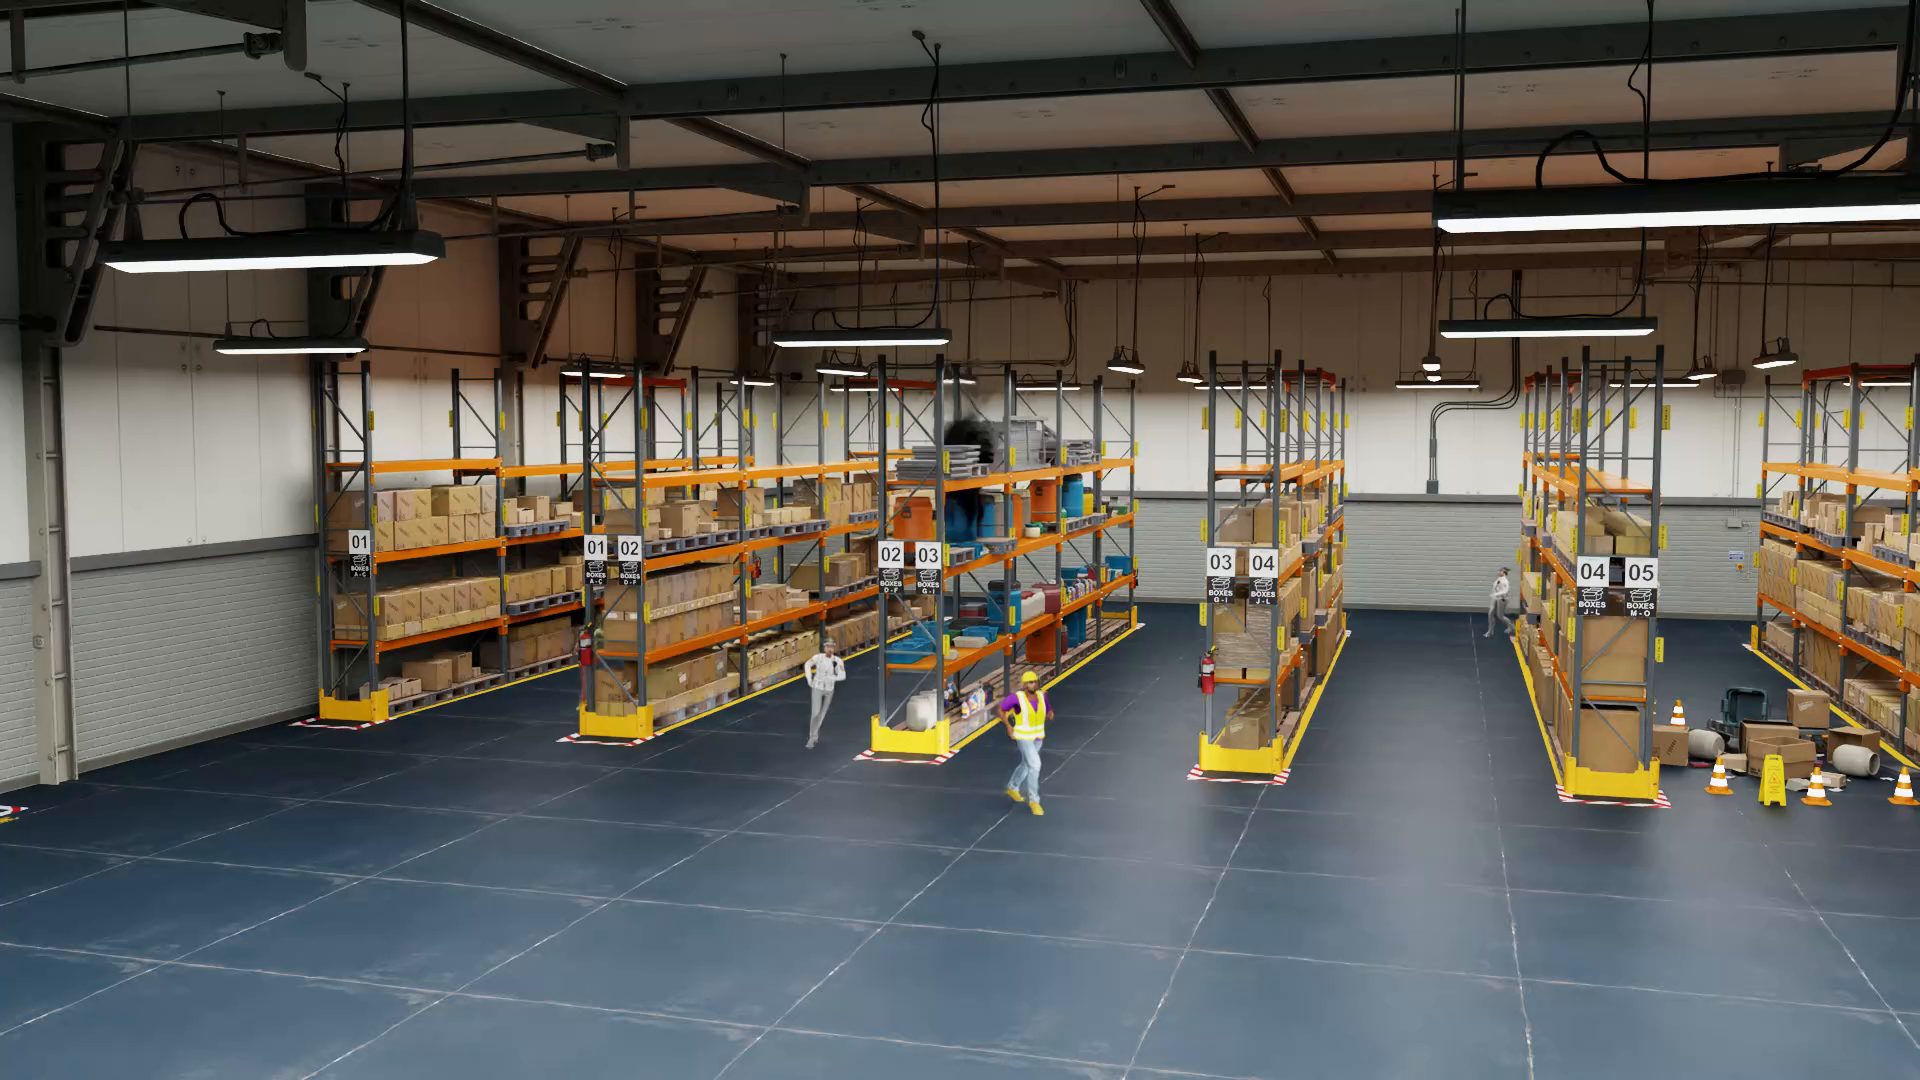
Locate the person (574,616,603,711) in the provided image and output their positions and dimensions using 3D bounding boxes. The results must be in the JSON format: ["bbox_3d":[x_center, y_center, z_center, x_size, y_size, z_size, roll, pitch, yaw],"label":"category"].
[{"bbox_3d":[-6.456,2.109,28.965,0.592,1.627,0.970,1,4,16],"label":"person"}]

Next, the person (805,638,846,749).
[{"bbox_3d":[-2.094,2.320,25.694,0.616,1.669,0.652,-1,4,-13],"label":"person"}]

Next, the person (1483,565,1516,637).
[{"bbox_3d":[12.574,1.423,38.582,0.764,1.694,0.630,-1,4,-8],"label":"person"}]

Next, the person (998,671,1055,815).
[{"bbox_3d":[0.899,2.594,21.490,0.666,1.828,0.800,-3,5,-38],"label":"person"}]
